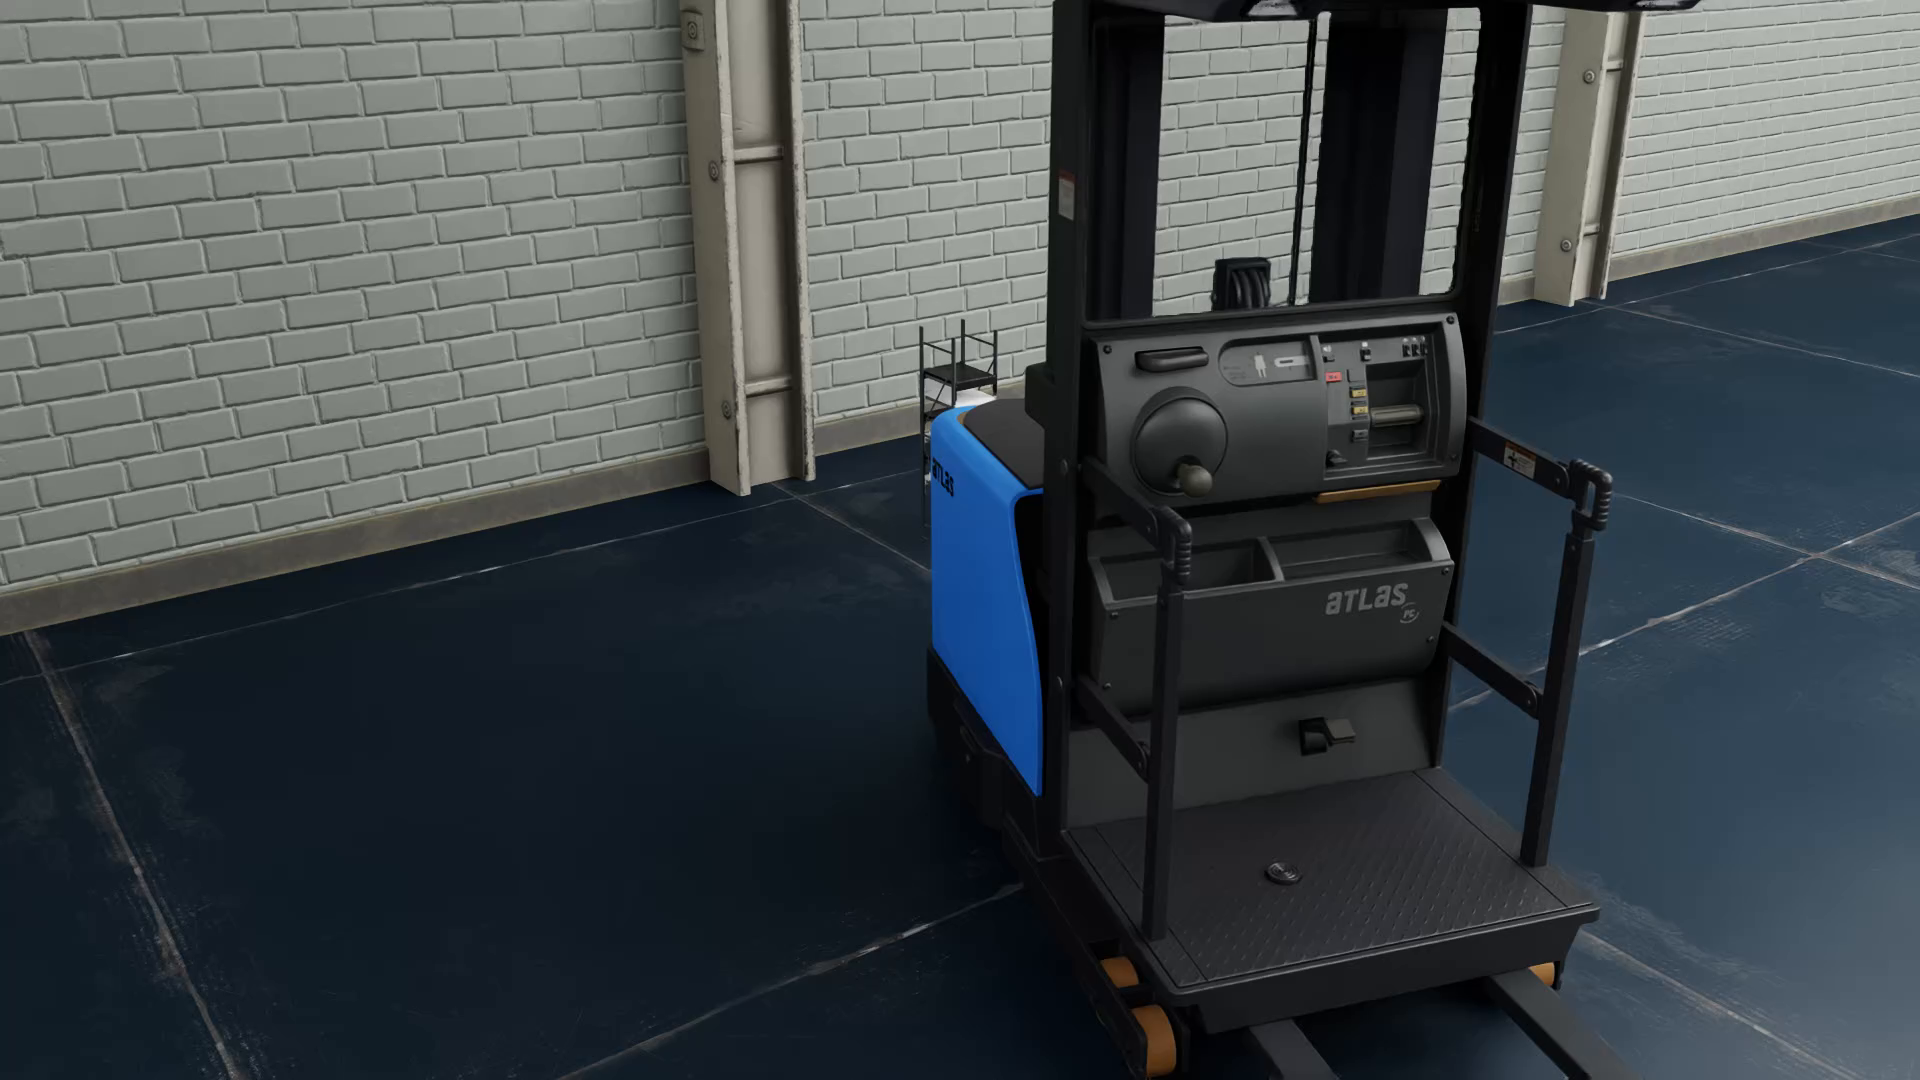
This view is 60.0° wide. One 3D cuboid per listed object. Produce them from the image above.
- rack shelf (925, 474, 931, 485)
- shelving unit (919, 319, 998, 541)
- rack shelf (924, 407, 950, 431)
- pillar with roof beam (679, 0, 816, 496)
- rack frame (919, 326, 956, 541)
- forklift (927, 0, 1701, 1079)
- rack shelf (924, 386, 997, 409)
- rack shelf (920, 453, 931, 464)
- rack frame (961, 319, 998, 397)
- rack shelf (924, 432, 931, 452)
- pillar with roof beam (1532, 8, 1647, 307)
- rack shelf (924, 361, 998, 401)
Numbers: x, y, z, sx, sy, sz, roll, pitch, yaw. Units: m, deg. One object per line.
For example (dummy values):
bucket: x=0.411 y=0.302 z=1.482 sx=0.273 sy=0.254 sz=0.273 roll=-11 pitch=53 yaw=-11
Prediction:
rack shelf: x=-0.007 y=-0.218 z=6.804 sx=0.200 sy=0.077 sz=0.258 roll=-15 pitch=26 yaw=-33
shelving unit: x=-0.007 y=-0.416 z=6.725 sx=0.210 sy=0.900 sz=0.258 roll=-15 pitch=26 yaw=-33
rack shelf: x=-0.007 y=-0.469 z=6.704 sx=0.200 sy=0.077 sz=0.258 roll=-15 pitch=26 yaw=-33
pillar with roof beam: x=1.608 y=-3.167 z=2.691 sx=0.400 sy=9.000 sz=9.100 roll=-15 pitch=26 yaw=-33
rack frame: x=-0.089 y=-0.394 z=6.670 sx=0.006 sy=0.900 sz=0.240 roll=-15 pitch=26 yaw=-33
forklift: x=0.823 y=-0.294 z=3.680 sx=1.130 sy=2.935 sz=3.031 roll=-7 pitch=23 yaw=-16
rack shelf: x=-0.007 y=-0.552 z=6.671 sx=0.200 sy=0.077 sz=0.258 roll=-15 pitch=26 yaw=-33
rack shelf: x=-0.007 y=-0.302 z=6.771 sx=0.200 sy=0.077 sz=0.258 roll=-15 pitch=26 yaw=-33
rack frame: x=0.076 y=-0.438 z=6.780 sx=0.006 sy=0.900 sz=0.240 roll=-15 pitch=26 yaw=-33
rack shelf: x=-0.007 y=-0.385 z=6.738 sx=0.200 sy=0.077 sz=0.258 roll=-15 pitch=26 yaw=-33
pillar with roof beam: x=6.478 y=-4.466 z=5.946 sx=0.400 sy=9.000 sz=9.100 roll=-15 pitch=26 yaw=-33
rack shelf: x=-0.007 y=-0.636 z=6.637 sx=0.200 sy=0.077 sz=0.258 roll=-15 pitch=26 yaw=-33
